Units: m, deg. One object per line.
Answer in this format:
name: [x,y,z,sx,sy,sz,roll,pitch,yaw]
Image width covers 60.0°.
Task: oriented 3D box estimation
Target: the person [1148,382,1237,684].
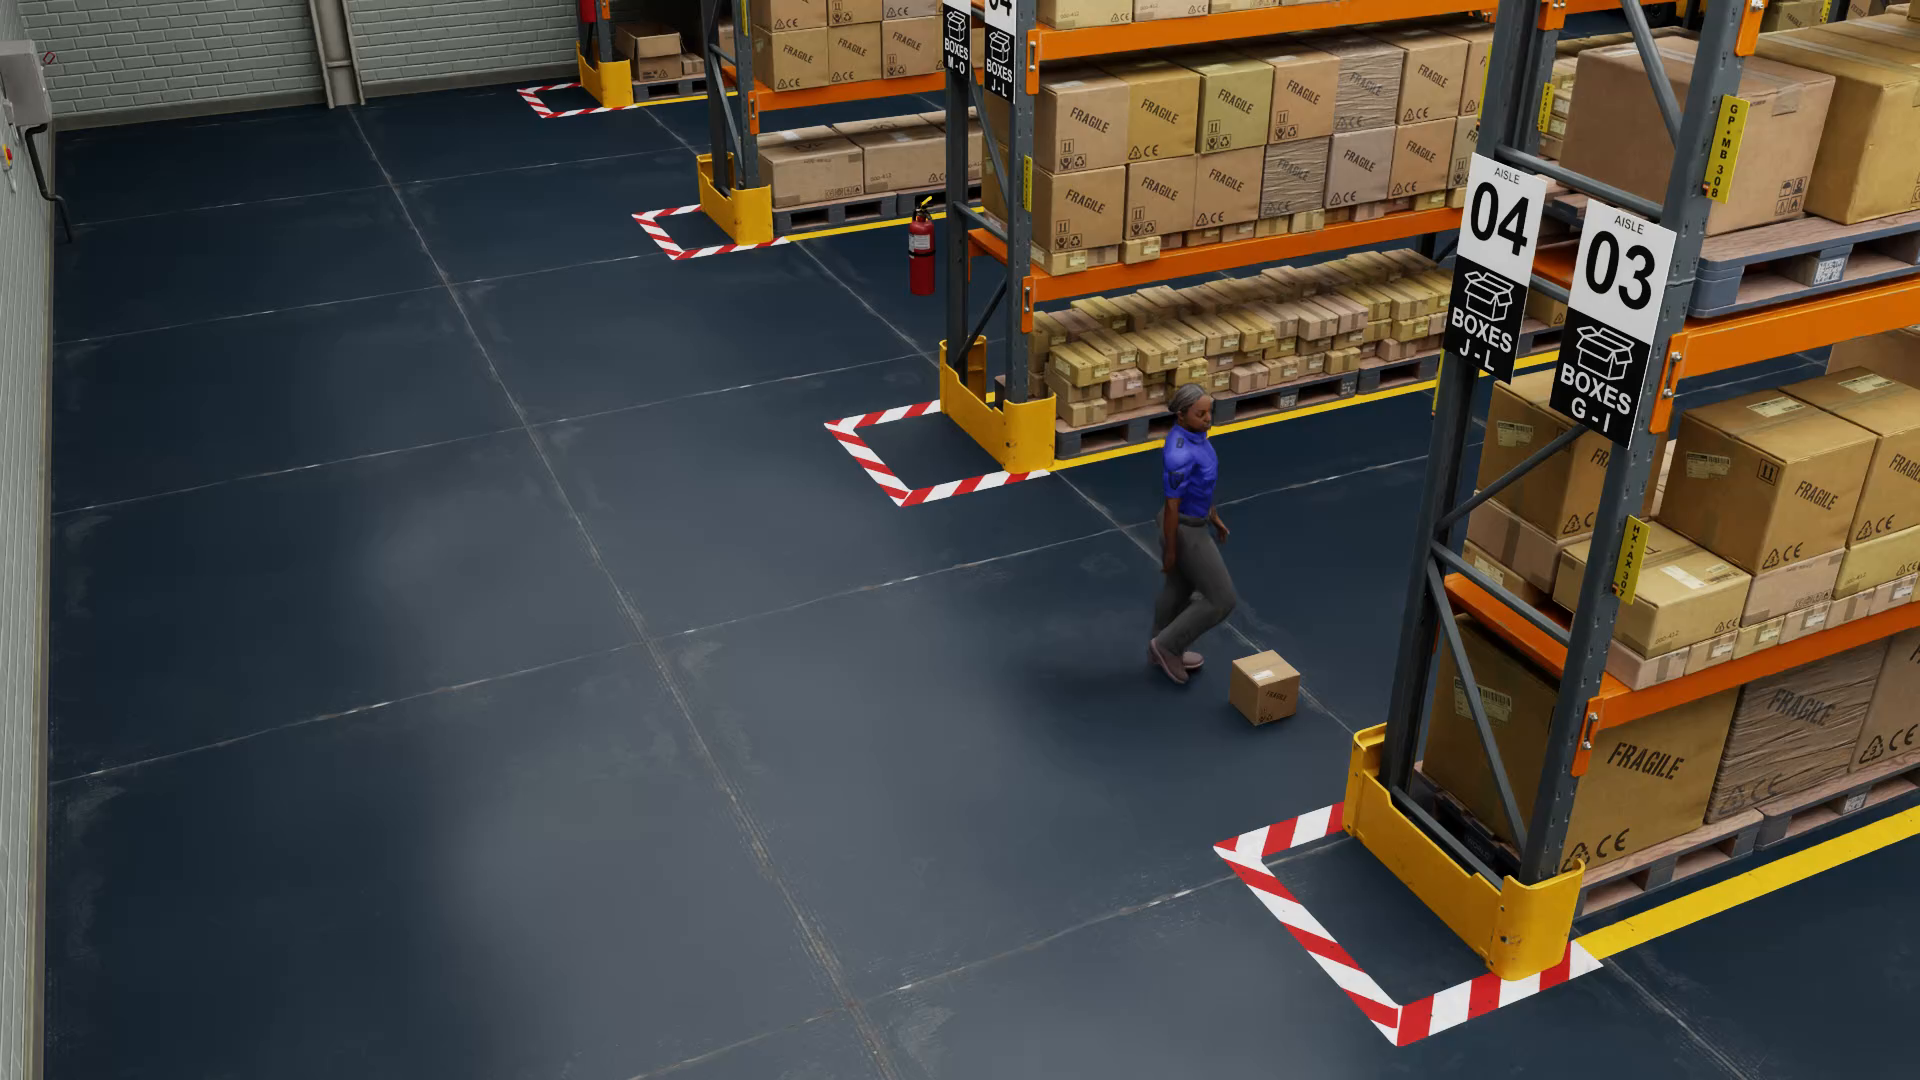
person: [1.209,-0.032,8.456,0.431,1.650,0.450,3,30,6]
